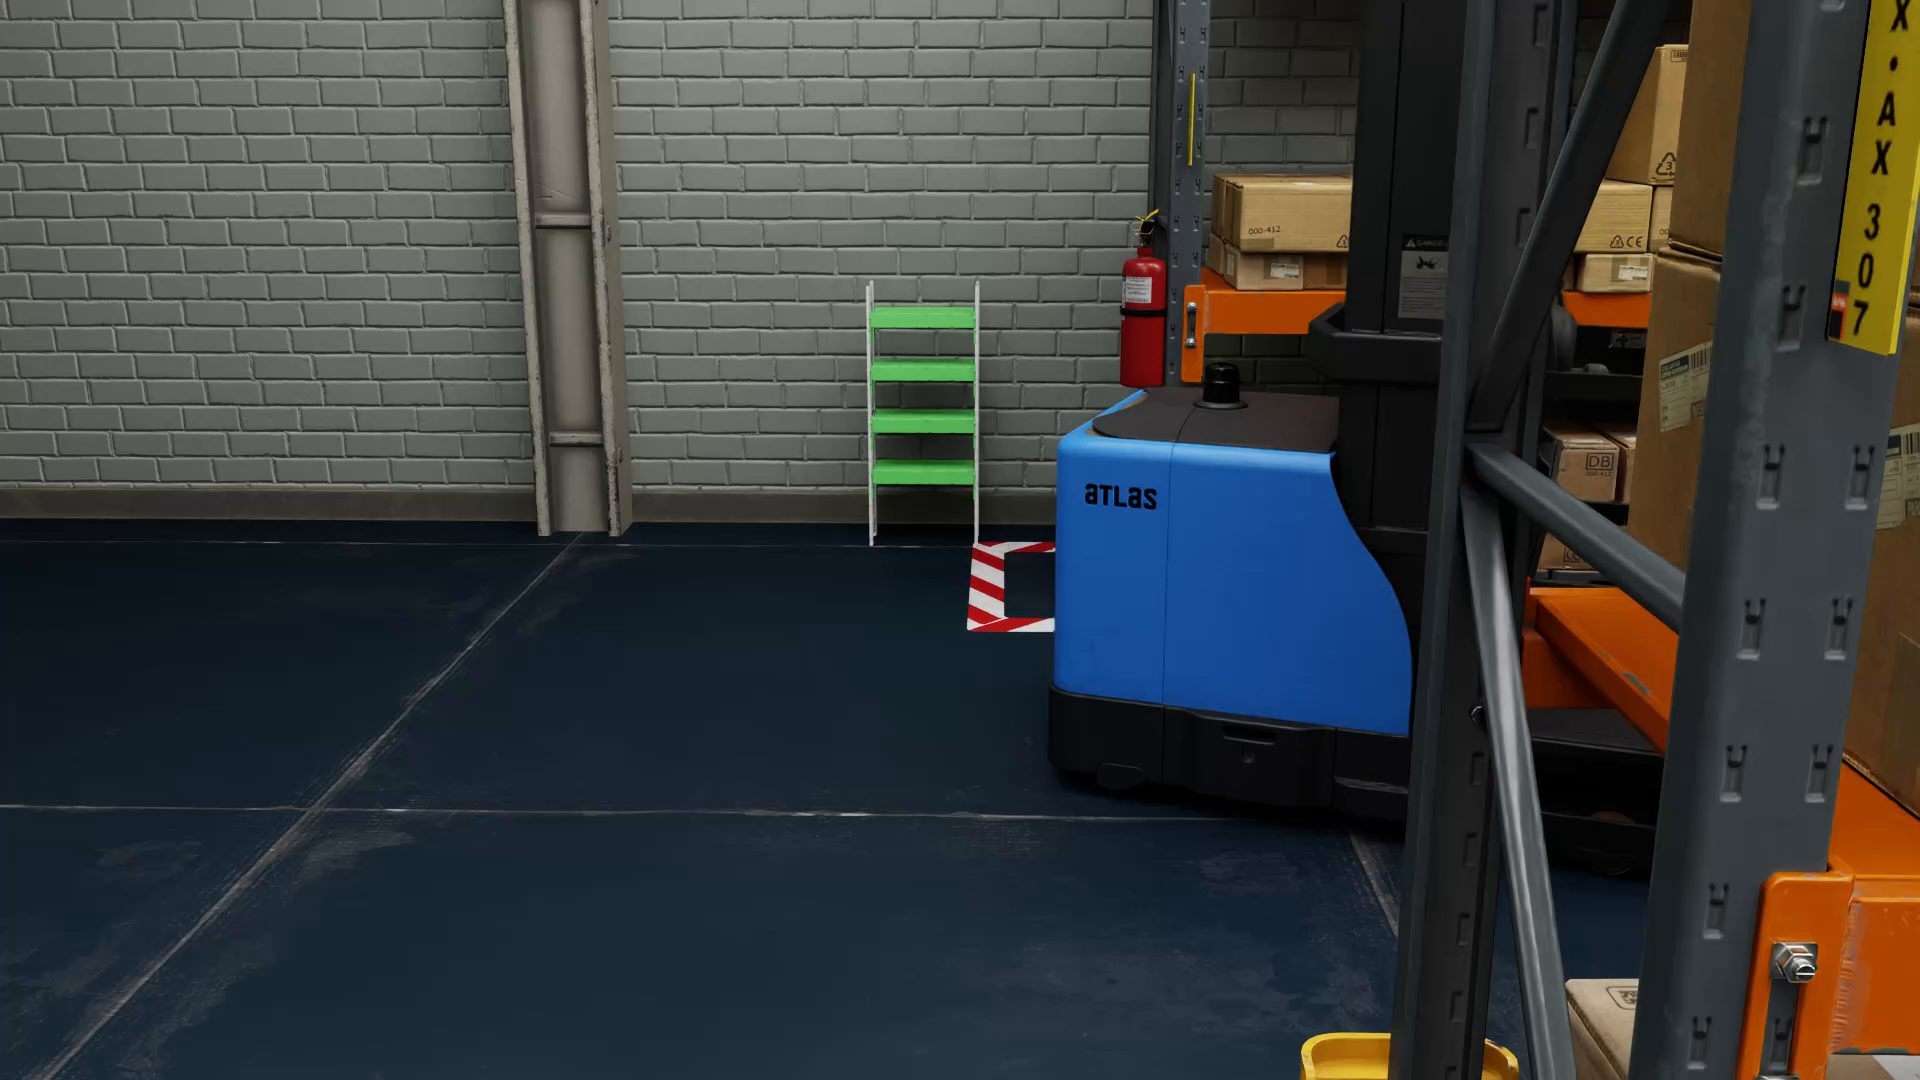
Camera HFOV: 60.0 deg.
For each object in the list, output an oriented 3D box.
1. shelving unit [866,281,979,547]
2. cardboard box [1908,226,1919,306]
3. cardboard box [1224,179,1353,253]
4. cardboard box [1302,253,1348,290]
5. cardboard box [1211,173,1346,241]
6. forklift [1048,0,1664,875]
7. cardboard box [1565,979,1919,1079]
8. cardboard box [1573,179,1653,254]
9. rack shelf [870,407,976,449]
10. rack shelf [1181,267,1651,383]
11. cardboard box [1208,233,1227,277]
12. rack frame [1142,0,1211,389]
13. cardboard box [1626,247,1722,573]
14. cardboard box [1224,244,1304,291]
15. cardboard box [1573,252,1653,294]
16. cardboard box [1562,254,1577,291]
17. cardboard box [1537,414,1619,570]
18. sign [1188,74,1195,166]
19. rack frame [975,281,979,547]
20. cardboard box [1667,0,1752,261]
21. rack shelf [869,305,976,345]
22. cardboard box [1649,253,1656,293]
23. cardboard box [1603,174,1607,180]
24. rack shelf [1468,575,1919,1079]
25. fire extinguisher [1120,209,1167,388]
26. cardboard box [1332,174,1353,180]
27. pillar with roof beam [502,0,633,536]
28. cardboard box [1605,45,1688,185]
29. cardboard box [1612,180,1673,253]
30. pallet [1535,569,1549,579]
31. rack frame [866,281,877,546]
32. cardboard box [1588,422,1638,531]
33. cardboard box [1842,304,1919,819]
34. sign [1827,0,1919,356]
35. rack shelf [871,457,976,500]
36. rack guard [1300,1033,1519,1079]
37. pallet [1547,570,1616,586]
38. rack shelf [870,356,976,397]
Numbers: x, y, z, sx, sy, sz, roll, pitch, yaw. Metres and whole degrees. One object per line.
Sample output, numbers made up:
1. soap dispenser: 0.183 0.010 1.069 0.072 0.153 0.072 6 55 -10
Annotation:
1. shelving unit: -0.166 -0.581 7.691 0.503 1.200 0.258 0 15 1
2. cardboard box: 1.212 -0.452 1.517 0.500 0.500 0.500 0 15 0
3. cardboard box: 1.309 -1.261 6.452 0.500 0.250 0.500 0 15 2
4. cardboard box: 1.439 -1.078 6.540 0.250 0.149 0.380 1 15 3
5. cardboard box: 1.329 -1.398 6.969 0.500 0.250 0.500 1 15 3
6. forklift: 1.838 -0.657 4.585 3.031 2.935 1.130 6 16 20
7. cardboard box: 1.402 1.019 2.298 0.875 0.438 0.875 0 15 0
8. cardboard box: 2.320 -1.256 6.430 0.500 0.250 0.500 0 15 0
9. rack shelf: -0.166 -0.519 7.707 0.480 0.148 0.258 0 15 1
10. rack shelf: 2.862 -0.901 6.785 4.000 0.370 1.077 0 15 1
11. cardboard box: 1.200 -1.207 7.026 0.250 0.149 0.380 0 15 1
12. rack frame: 0.862 -1.262 6.742 0.127 3.000 1.000 0 15 1
13. cardboard box: 1.228 -0.109 2.176 0.500 0.500 0.500 0 15 2
14. cardboard box: 1.184 -1.068 6.501 0.250 0.149 0.380 0 15 1
15. cardboard box: 2.470 -1.047 6.421 0.250 0.149 0.380 0 15 0
16. cardboard box: 2.220 -1.068 6.500 0.250 0.149 0.380 1 15 2
17. cardboard box: 2.325 -0.213 6.842 0.500 0.500 0.700 1 15 4
18. sign: 0.849 -1.542 6.107 0.005 0.325 0.100 0 15 1
19. rack frame: 0.078 -0.580 7.685 0.015 1.200 0.240 0 15 1
20. cardboard box: 1.227 -0.585 2.022 0.500 0.500 0.500 1 15 3
21. rack shelf: -0.166 -0.984 7.585 0.480 0.148 0.258 0 15 1
22. cardboard box: 2.734 -1.051 6.434 0.250 0.149 0.380 1 15 3
23. cardboard box: 2.862 -1.386 6.925 0.500 0.250 0.500 0 15 1
24. rack shelf: 2.739 0.365 1.987 4.000 0.370 1.077 0 15 1
25. fire extinguisher: 0.703 -0.927 6.357 0.183 0.674 0.296 0 15 1
26. cardboard box: 1.844 -1.394 6.955 0.500 0.250 0.500 0 15 2
27. pillar with roof beam: -1.920 -3.312 2.754 0.400 9.000 9.100 0 15 1
28. cardboard box: 2.809 -1.614 6.320 0.500 0.500 0.500 1 15 3
29. cardboard box: 2.832 -1.258 6.438 0.500 0.250 0.500 0 15 0
30. pallet: 1.735 0.092 7.077 1.213 0.211 1.003 0 15 1
31. rack frame: -0.410 -0.583 7.697 0.015 1.200 0.240 0 15 1
32. cardboard box: 2.851 -0.184 6.733 0.500 0.500 0.500 1 15 2
33. cardboard box: 1.212 0.032 1.642 0.500 0.500 0.500 0 15 1
34. sign: 0.719 -0.311 1.288 0.005 0.325 0.100 0 15 1
35. rack shelf: -0.166 -0.287 7.769 0.480 0.148 0.258 0 15 1
36. rack guard: 0.715 1.213 2.264 0.348 0.500 1.175 0 15 1
37. pallet: 2.952 0.101 7.045 1.213 0.211 1.003 0 15 1
38. rack shelf: -0.166 -0.752 7.646 0.480 0.148 0.258 0 15 1
